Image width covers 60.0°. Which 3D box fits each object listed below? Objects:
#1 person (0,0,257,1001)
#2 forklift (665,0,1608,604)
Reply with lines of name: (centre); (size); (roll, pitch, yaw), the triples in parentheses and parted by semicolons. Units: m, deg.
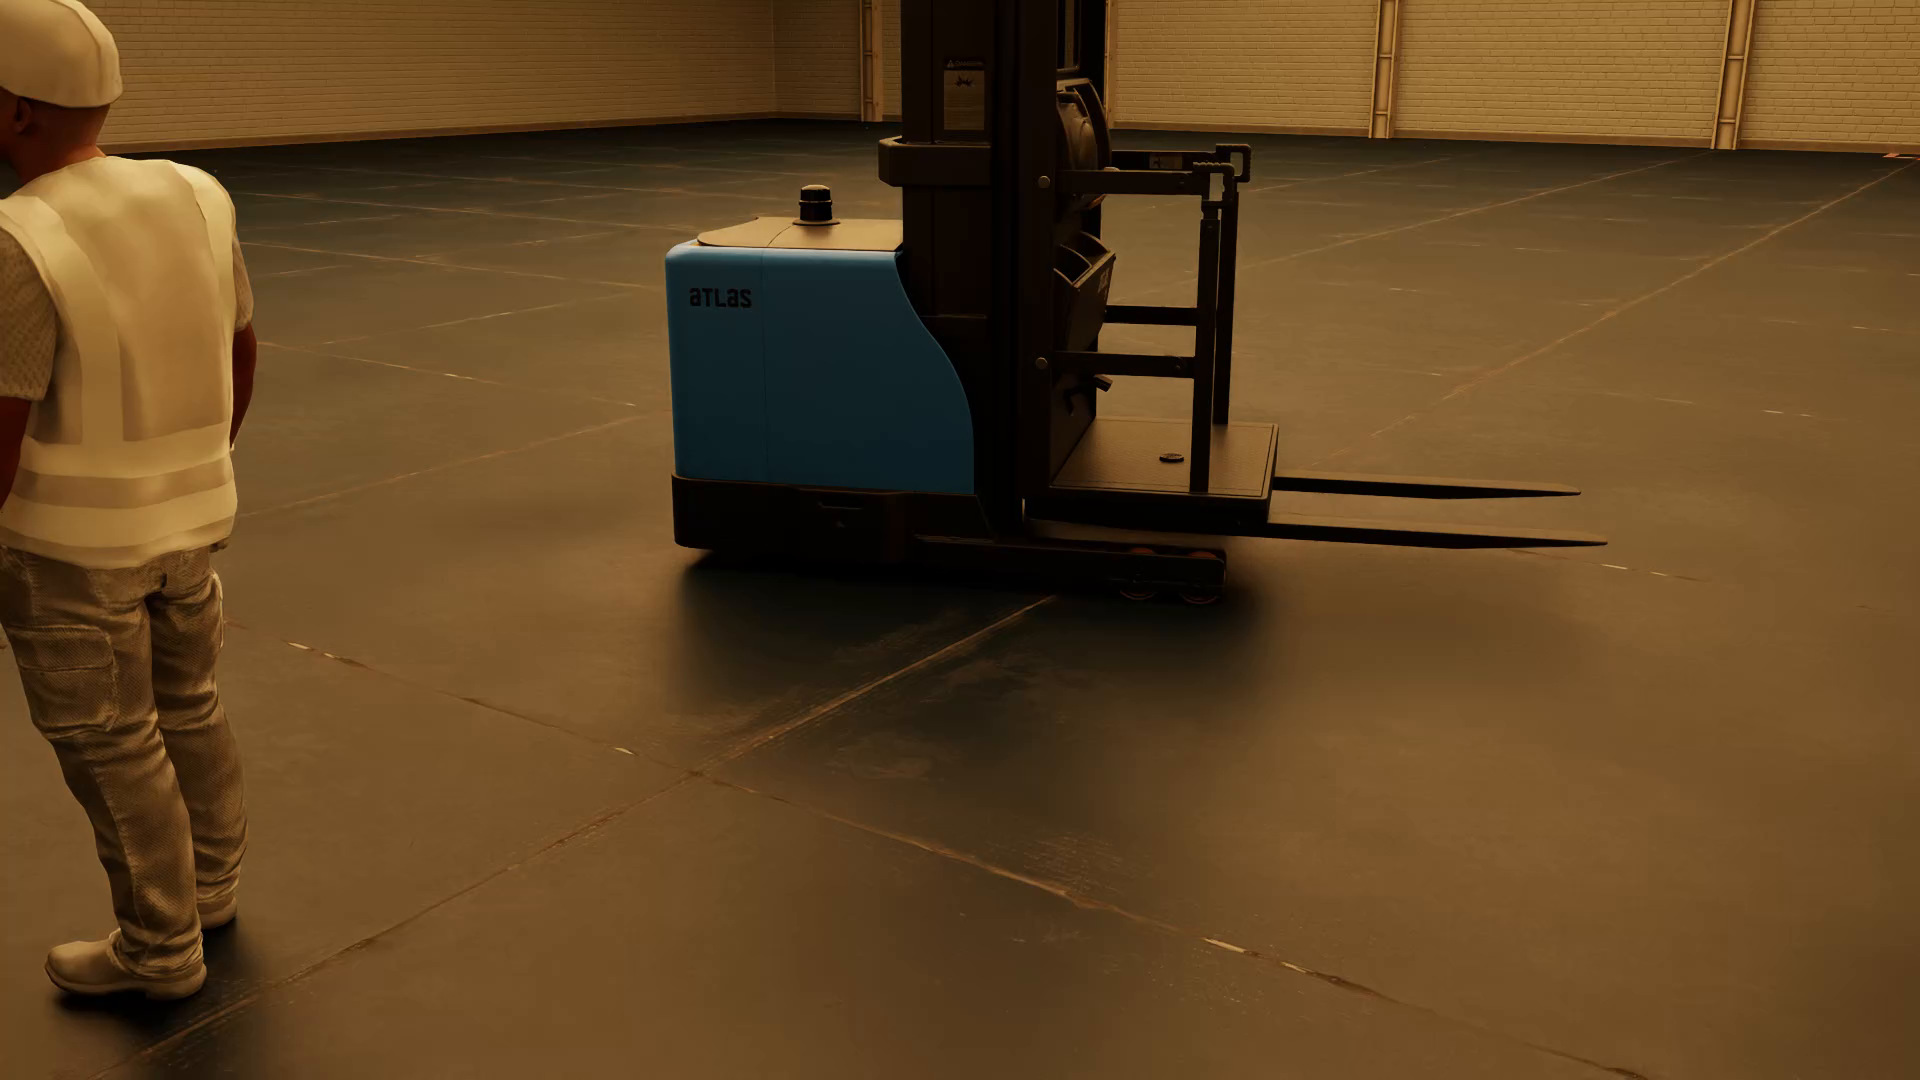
person: (-1.542, -0.027, 2.902); (0.579, 1.781, 0.656); (5, 17, 16)
forklift: (0.595, -1.367, 5.404); (3.031, 2.935, 1.130); (4, 17, 12)
